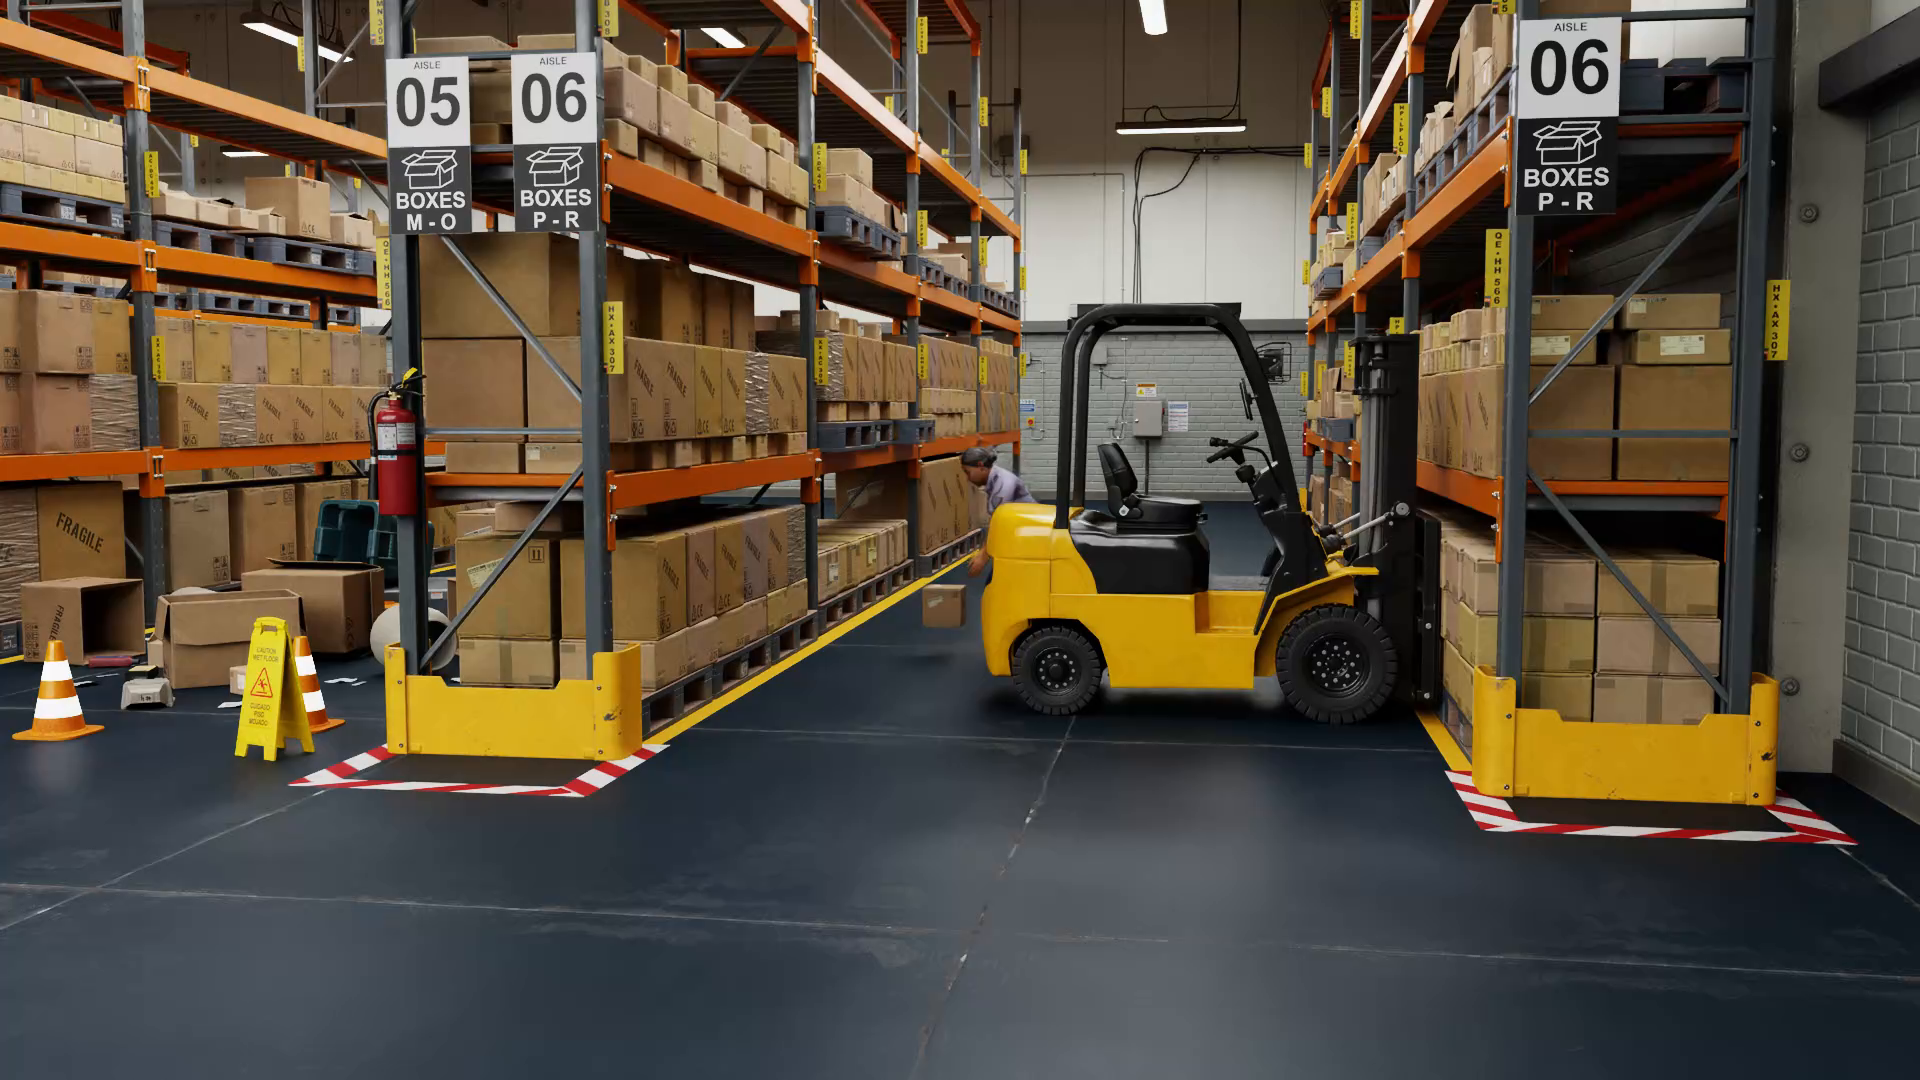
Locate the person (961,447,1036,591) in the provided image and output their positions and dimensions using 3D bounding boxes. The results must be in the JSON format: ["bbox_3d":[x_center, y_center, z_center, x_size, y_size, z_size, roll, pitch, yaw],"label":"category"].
[{"bbox_3d":[0.332,0.082,10.786,0.654,1.369,0.534,0,5,1],"label":"person"}]
